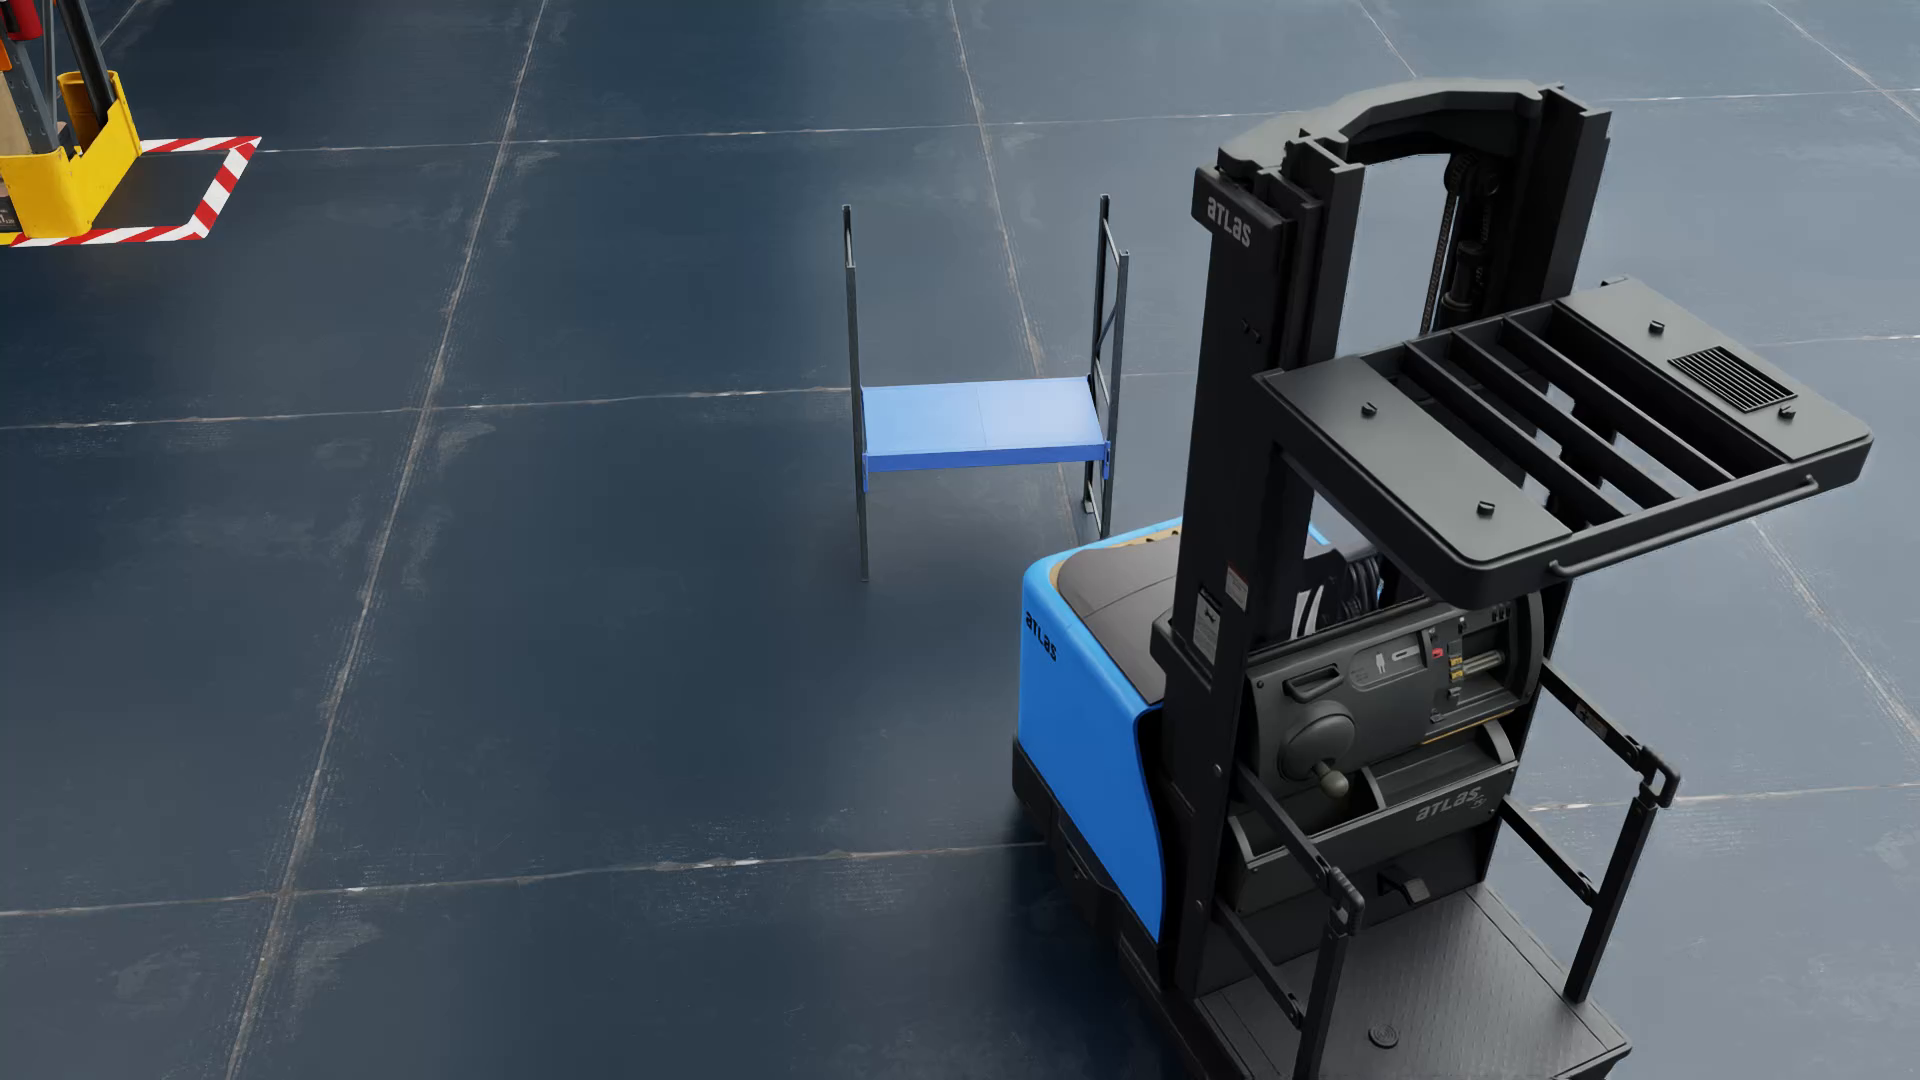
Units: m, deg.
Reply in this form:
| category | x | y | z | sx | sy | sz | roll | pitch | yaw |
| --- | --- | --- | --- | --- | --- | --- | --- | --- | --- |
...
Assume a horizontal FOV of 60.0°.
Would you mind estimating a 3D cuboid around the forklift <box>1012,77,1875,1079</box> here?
| category | x | y | z | sx | sy | sz | roll | pitch | yaw |
| --- | --- | --- | --- | --- | --- | --- | --- | --- | --- |
| forklift | 1.268 | 0.469 | 4.290 | 1.130 | 2.935 | 3.031 | -16 | 41 | -19 |

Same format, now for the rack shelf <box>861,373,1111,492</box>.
| category | x | y | z | sx | sy | sz | roll | pitch | yaw |
| --- | --- | --- | --- | --- | --- | --- | --- | --- | --- |
| rack shelf | 0.085 | -0.452 | 6.903 | 1.000 | 0.185 | 0.538 | -3 | 38 | -4 |

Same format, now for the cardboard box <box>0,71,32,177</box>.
| category | x | y | z | sx | sy | sz | roll | pitch | yaw |
| --- | --- | --- | --- | --- | --- | --- | --- | --- | --- |
| cardboard box | -5.735 | -2.412 | 9.565 | 0.500 | 0.500 | 0.500 | 4 | 38 | 4 |

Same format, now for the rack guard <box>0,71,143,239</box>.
| category | x | y | z | sx | sy | sz | roll | pitch | yaw |
| --- | --- | --- | --- | --- | --- | --- | --- | --- | --- |
| rack guard | -5.187 | -2.267 | 9.720 | 0.348 | 0.500 | 1.175 | -3 | 38 | -4 |

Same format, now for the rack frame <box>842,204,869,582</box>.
| category | x | y | z | sx | sy | sz | roll | pitch | yaw |
| --- | --- | --- | --- | --- | --- | --- | --- | --- | --- |
| rack frame | -0.421 | -0.566 | 6.756 | 0.032 | 1.500 | 0.500 | -3 | 38 | -4 |

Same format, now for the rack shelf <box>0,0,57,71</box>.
| category | x | y | z | sx | sy | sz | roll | pitch | yaw |
| --- | --- | --- | --- | --- | --- | --- | --- | --- | --- |
| rack shelf | -7.104 | -2.861 | 9.035 | 4.000 | 0.370 | 1.077 | -3 | 38 | -4 |

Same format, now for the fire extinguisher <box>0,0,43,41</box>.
| category | x | y | z | sx | sy | sz | roll | pitch | yaw |
| --- | --- | --- | --- | --- | --- | --- | --- | --- | --- |
| fire extinguisher | -4.957 | -2.944 | 8.623 | 0.183 | 0.674 | 0.296 | -3 | 38 | -4 |

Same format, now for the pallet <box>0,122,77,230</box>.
| category | x | y | z | sx | sy | sz | roll | pitch | yaw |
| --- | --- | --- | --- | --- | --- | --- | --- | --- | --- |
| pallet | -6.000 | -2.131 | 9.781 | 1.213 | 0.211 | 1.003 | -3 | 38 | -4 |

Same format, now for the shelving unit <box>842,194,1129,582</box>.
| category | x | y | z | sx | sy | sz | roll | pitch | yaw |
| --- | --- | --- | --- | --- | --- | --- | --- | --- | --- |
| shelving unit | 0.085 | -0.593 | 6.791 | 1.048 | 1.500 | 0.538 | -3 | 38 | -4 |

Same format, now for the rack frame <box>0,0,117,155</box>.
| category | x | y | z | sx | sy | sz | roll | pitch | yaw |
| --- | --- | --- | --- | --- | --- | --- | --- | --- | --- |
| rack frame | -5.112 | -3.253 | 8.951 | 0.127 | 3.000 | 1.000 | -3 | 38 | -4 |

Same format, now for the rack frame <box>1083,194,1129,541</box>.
| category | x | y | z | sx | sy | sz | roll | pitch | yaw |
| --- | --- | --- | --- | --- | --- | --- | --- | --- | --- |
| rack frame | 0.591 | -0.621 | 6.827 | 0.032 | 1.500 | 0.500 | -3 | 38 | -4 |
